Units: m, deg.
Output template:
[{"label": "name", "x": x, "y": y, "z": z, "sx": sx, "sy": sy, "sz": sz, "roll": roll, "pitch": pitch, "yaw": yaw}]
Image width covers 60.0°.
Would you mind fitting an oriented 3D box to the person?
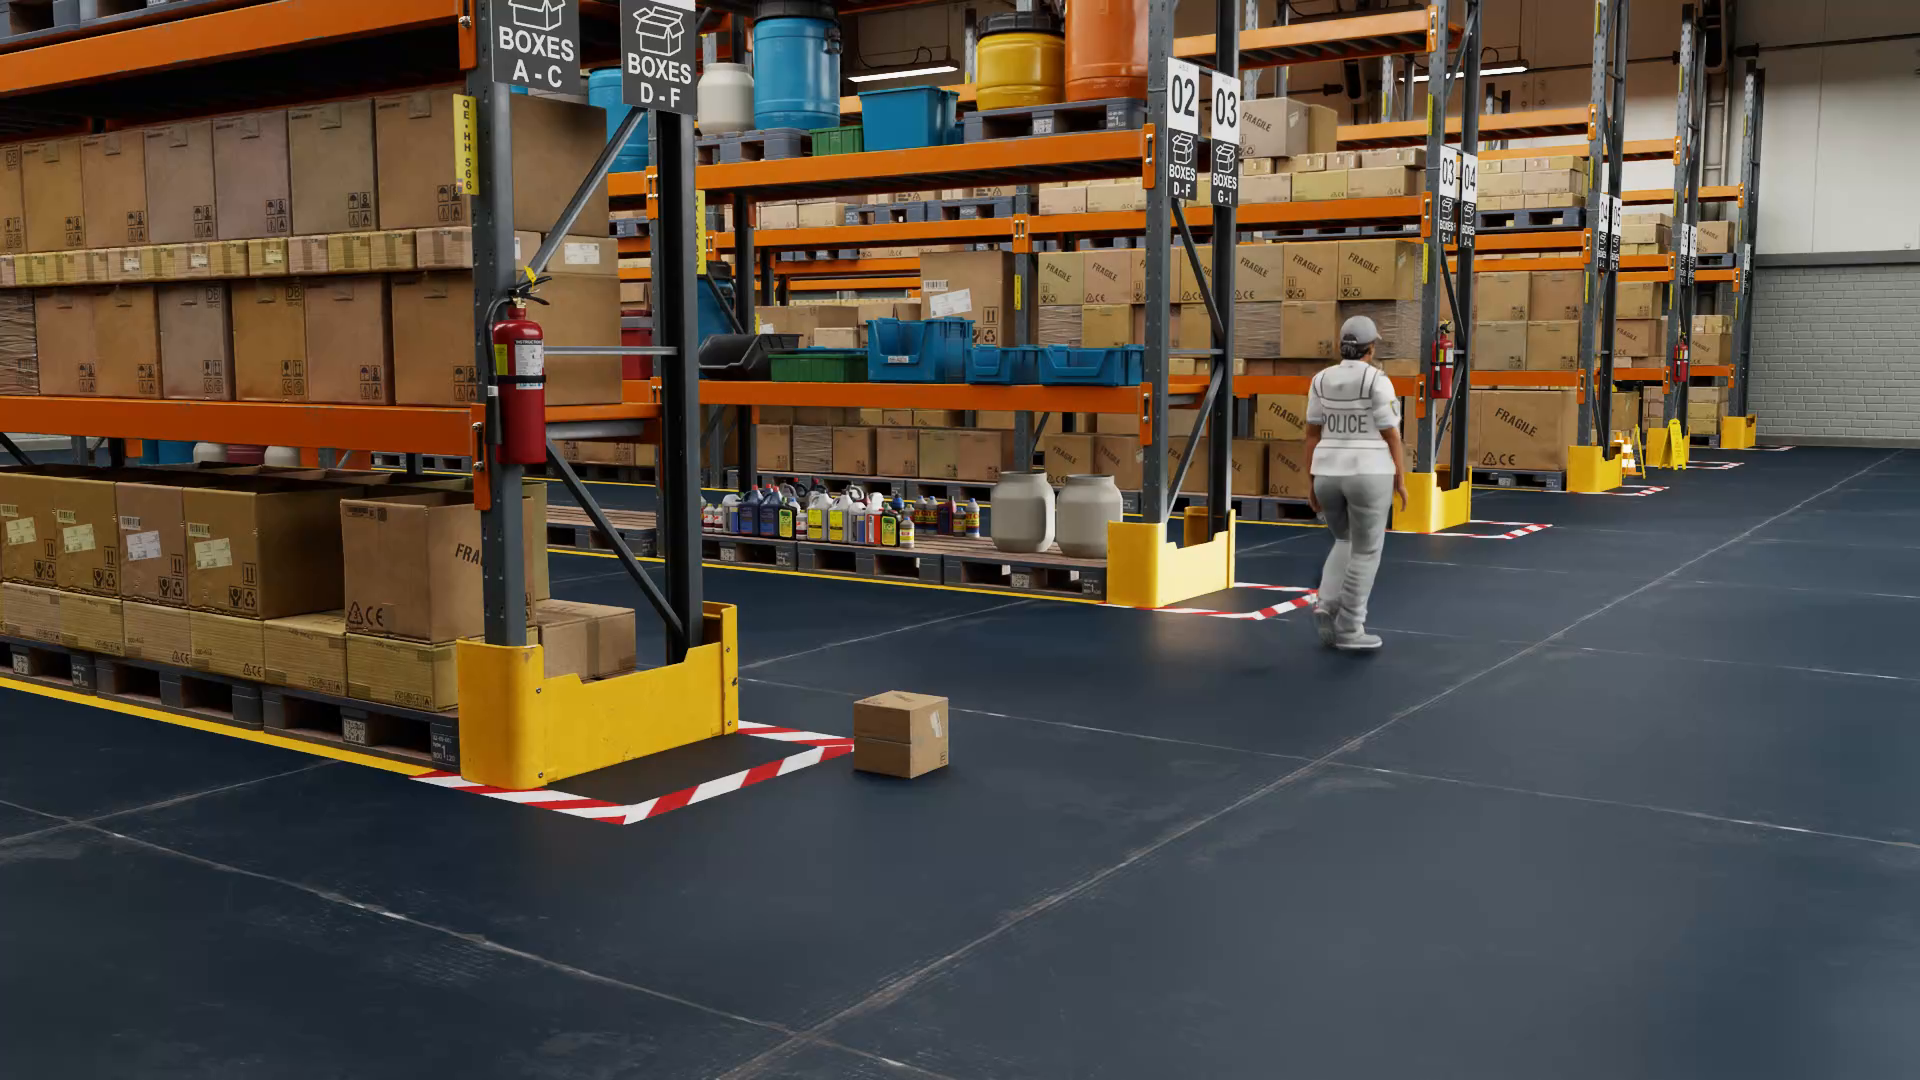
[{"label": "person", "x": 2.012, "y": -0.268, "z": 8.328, "sx": 0.447, "sy": 1.694, "sz": 0.477, "roll": -6, "pitch": 9, "yaw": -42}]
